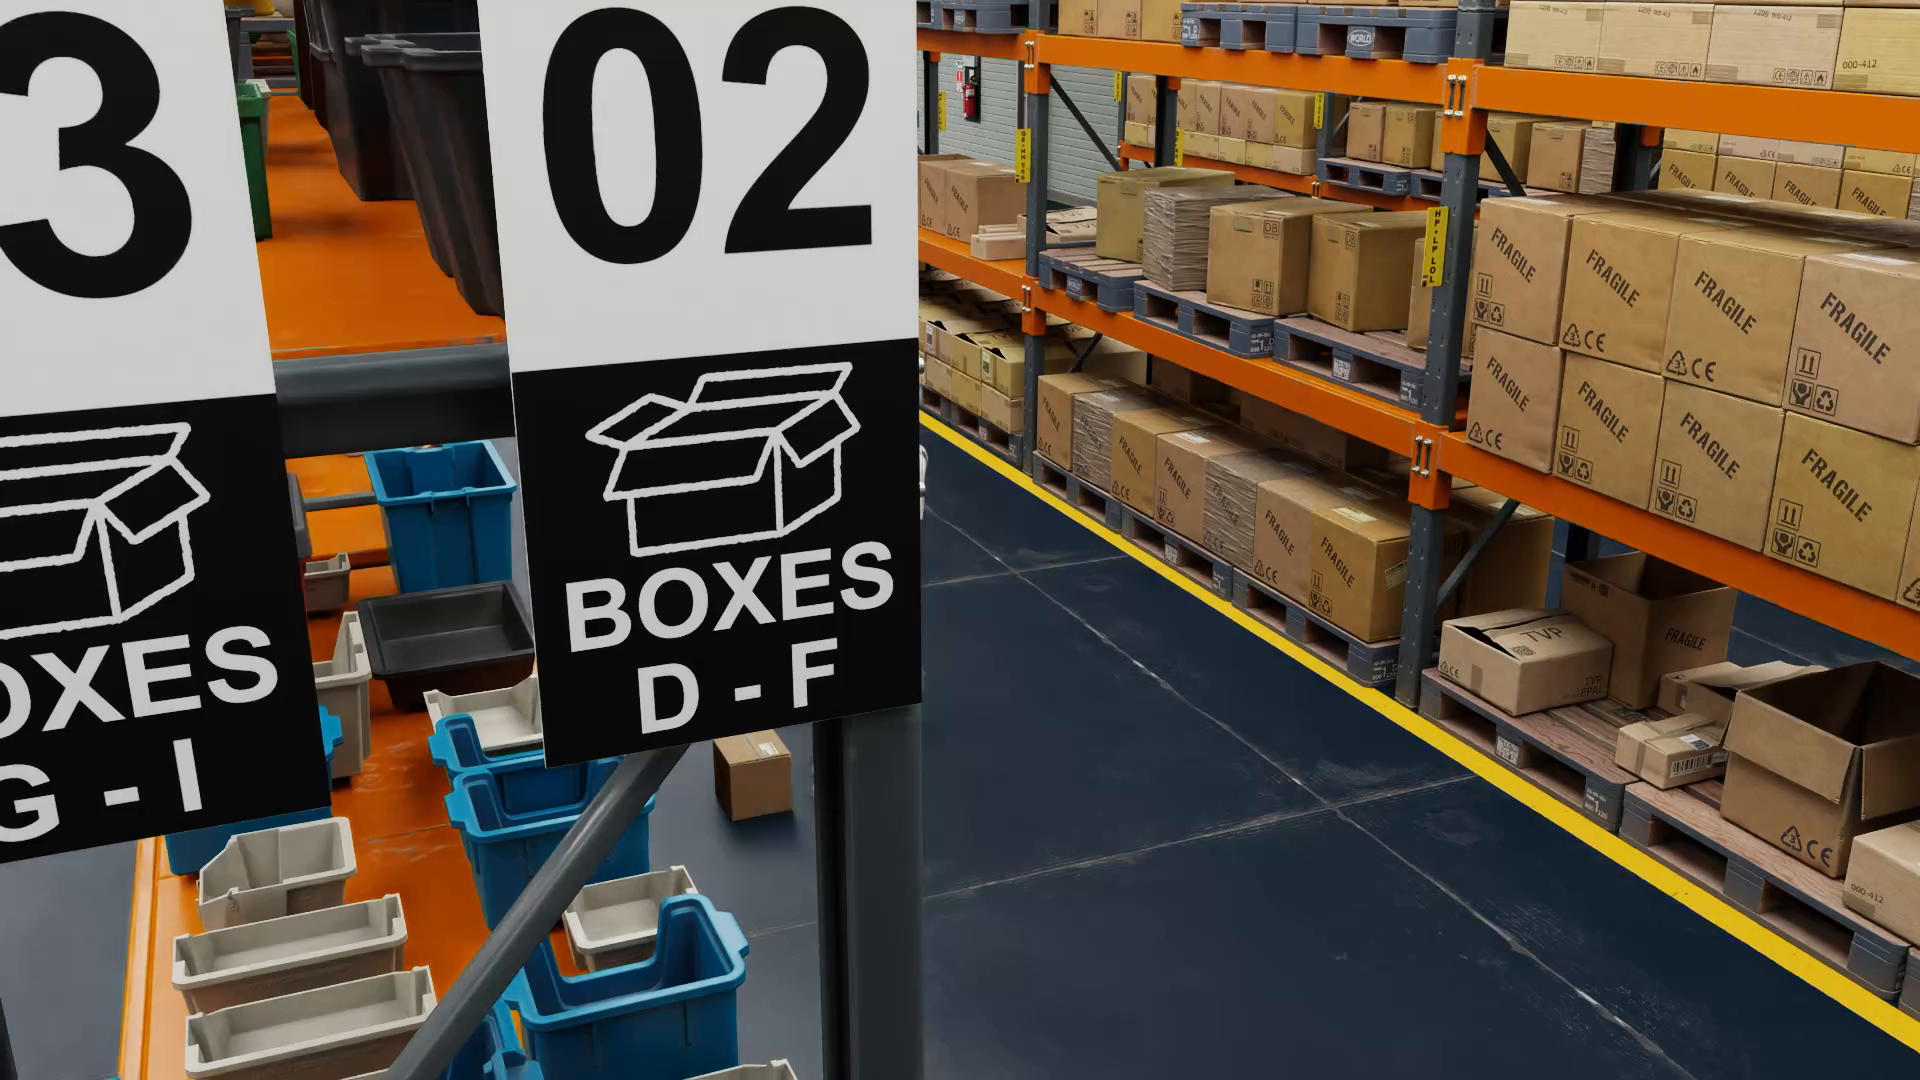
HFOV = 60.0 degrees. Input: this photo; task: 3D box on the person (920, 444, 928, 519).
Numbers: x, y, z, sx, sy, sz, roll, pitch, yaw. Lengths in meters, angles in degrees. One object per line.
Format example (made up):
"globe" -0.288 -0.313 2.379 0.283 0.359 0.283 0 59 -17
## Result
"person" -0.373 0.144 6.546 0.402 1.781 0.586 -10 21 -28
